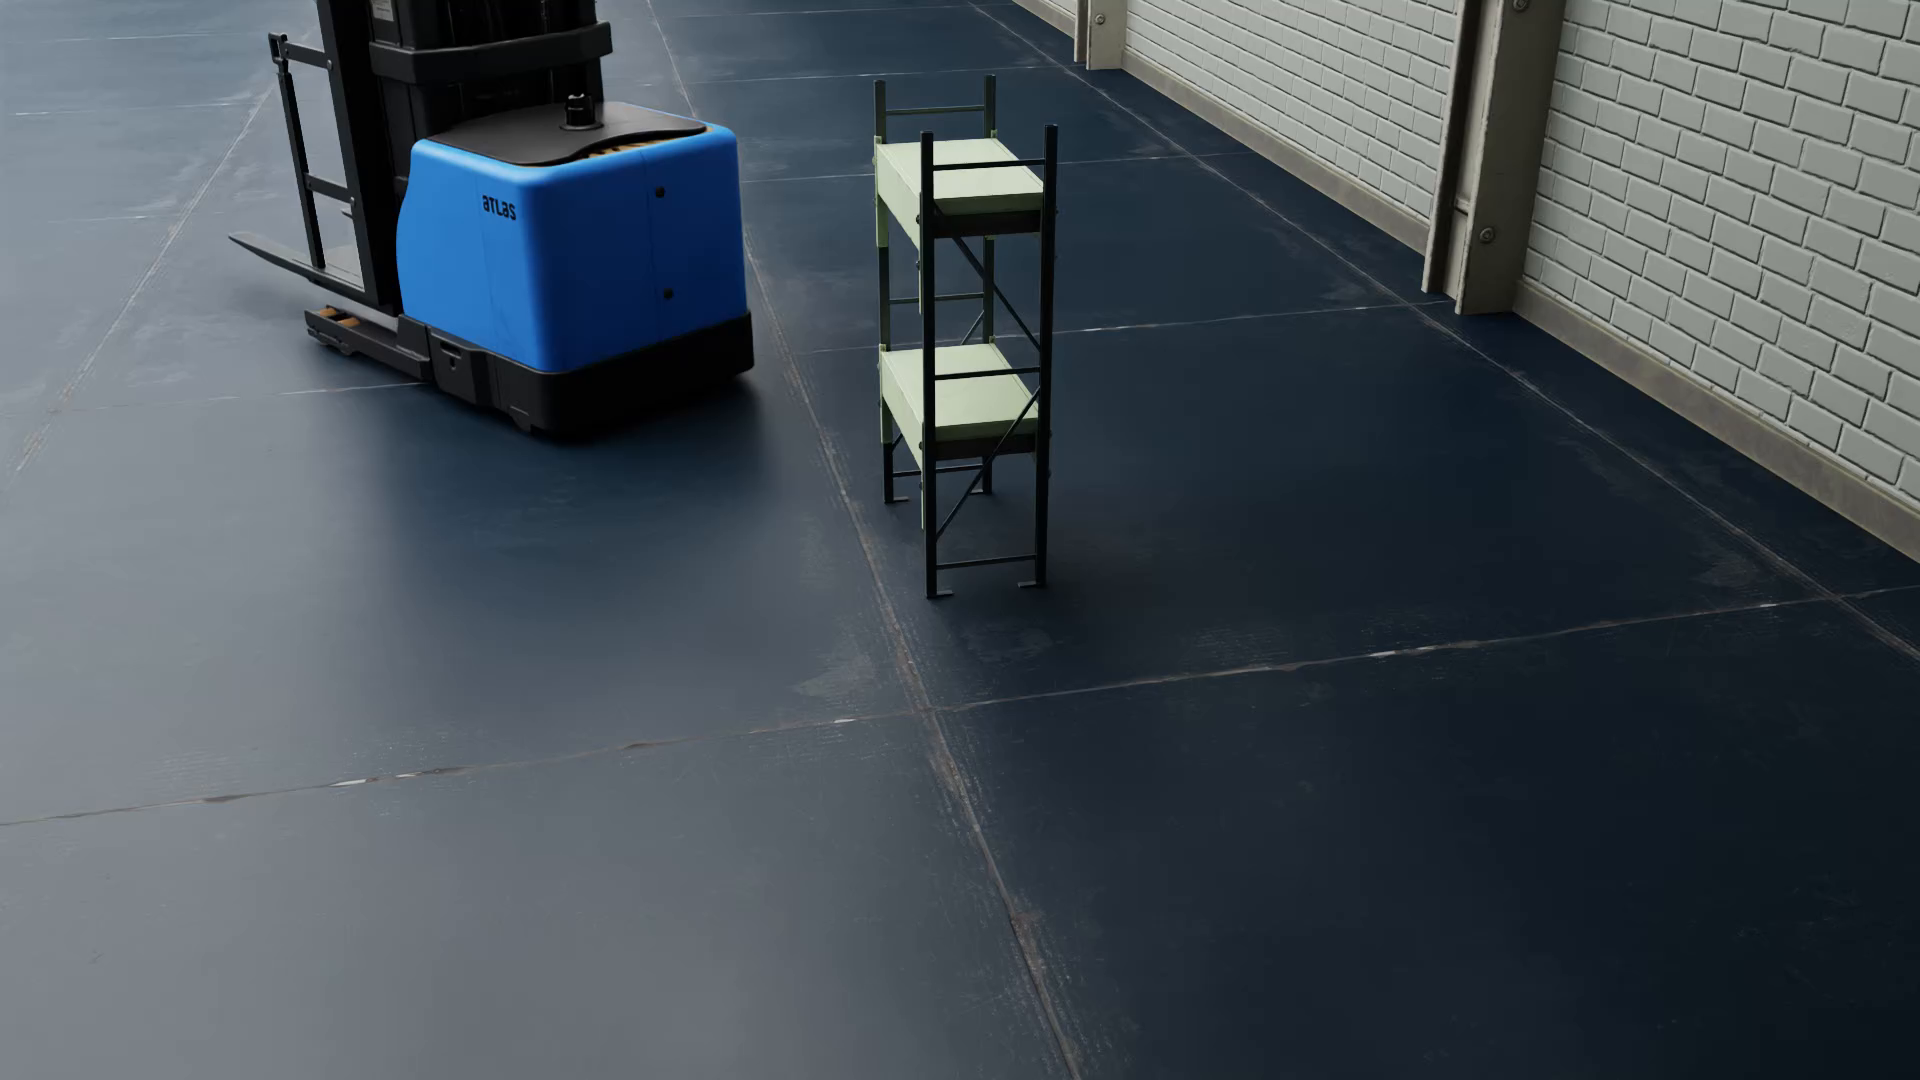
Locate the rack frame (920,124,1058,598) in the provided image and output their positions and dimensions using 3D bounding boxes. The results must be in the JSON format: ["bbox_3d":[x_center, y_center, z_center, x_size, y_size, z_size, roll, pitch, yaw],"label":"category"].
[{"bbox_3d":[0.084,-0.506,5.088,0.400,1.500,0.023,-6,27,-12],"label":"rack frame"}]

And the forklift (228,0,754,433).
[{"bbox_3d":[-2.299,-2.277,7.008,3.031,2.935,1.130,23,34,37],"label":"forklift"}]

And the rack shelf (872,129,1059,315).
[{"bbox_3d":[0.002,-1.015,5.230,0.431,0.370,0.720,-6,27,-12],"label":"rack shelf"}]

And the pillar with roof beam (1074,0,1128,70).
[{"bbox_3d":[-3.080,-7.379,10.383,9.100,9.000,0.400,-6,27,-12],"label":"pillar with roof beam"}]

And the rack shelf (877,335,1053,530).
[{"bbox_3d":[0.002,-0.376,5.553,0.431,0.370,0.720,-6,27,-12],"label":"rack shelf"}]

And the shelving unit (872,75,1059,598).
[{"bbox_3d":[0.002,-0.667,5.406,0.431,1.500,0.755,-6,27,-12],"label":"shelving unit"}]

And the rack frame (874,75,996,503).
[{"bbox_3d":[-0.081,-0.827,5.725,0.400,1.500,0.023,-6,27,-12],"label":"rack frame"}]

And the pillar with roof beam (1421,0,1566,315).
[{"bbox_3d":[-1.728,-4.745,5.165,9.100,9.000,0.400,-6,27,-12],"label":"pillar with roof beam"}]
